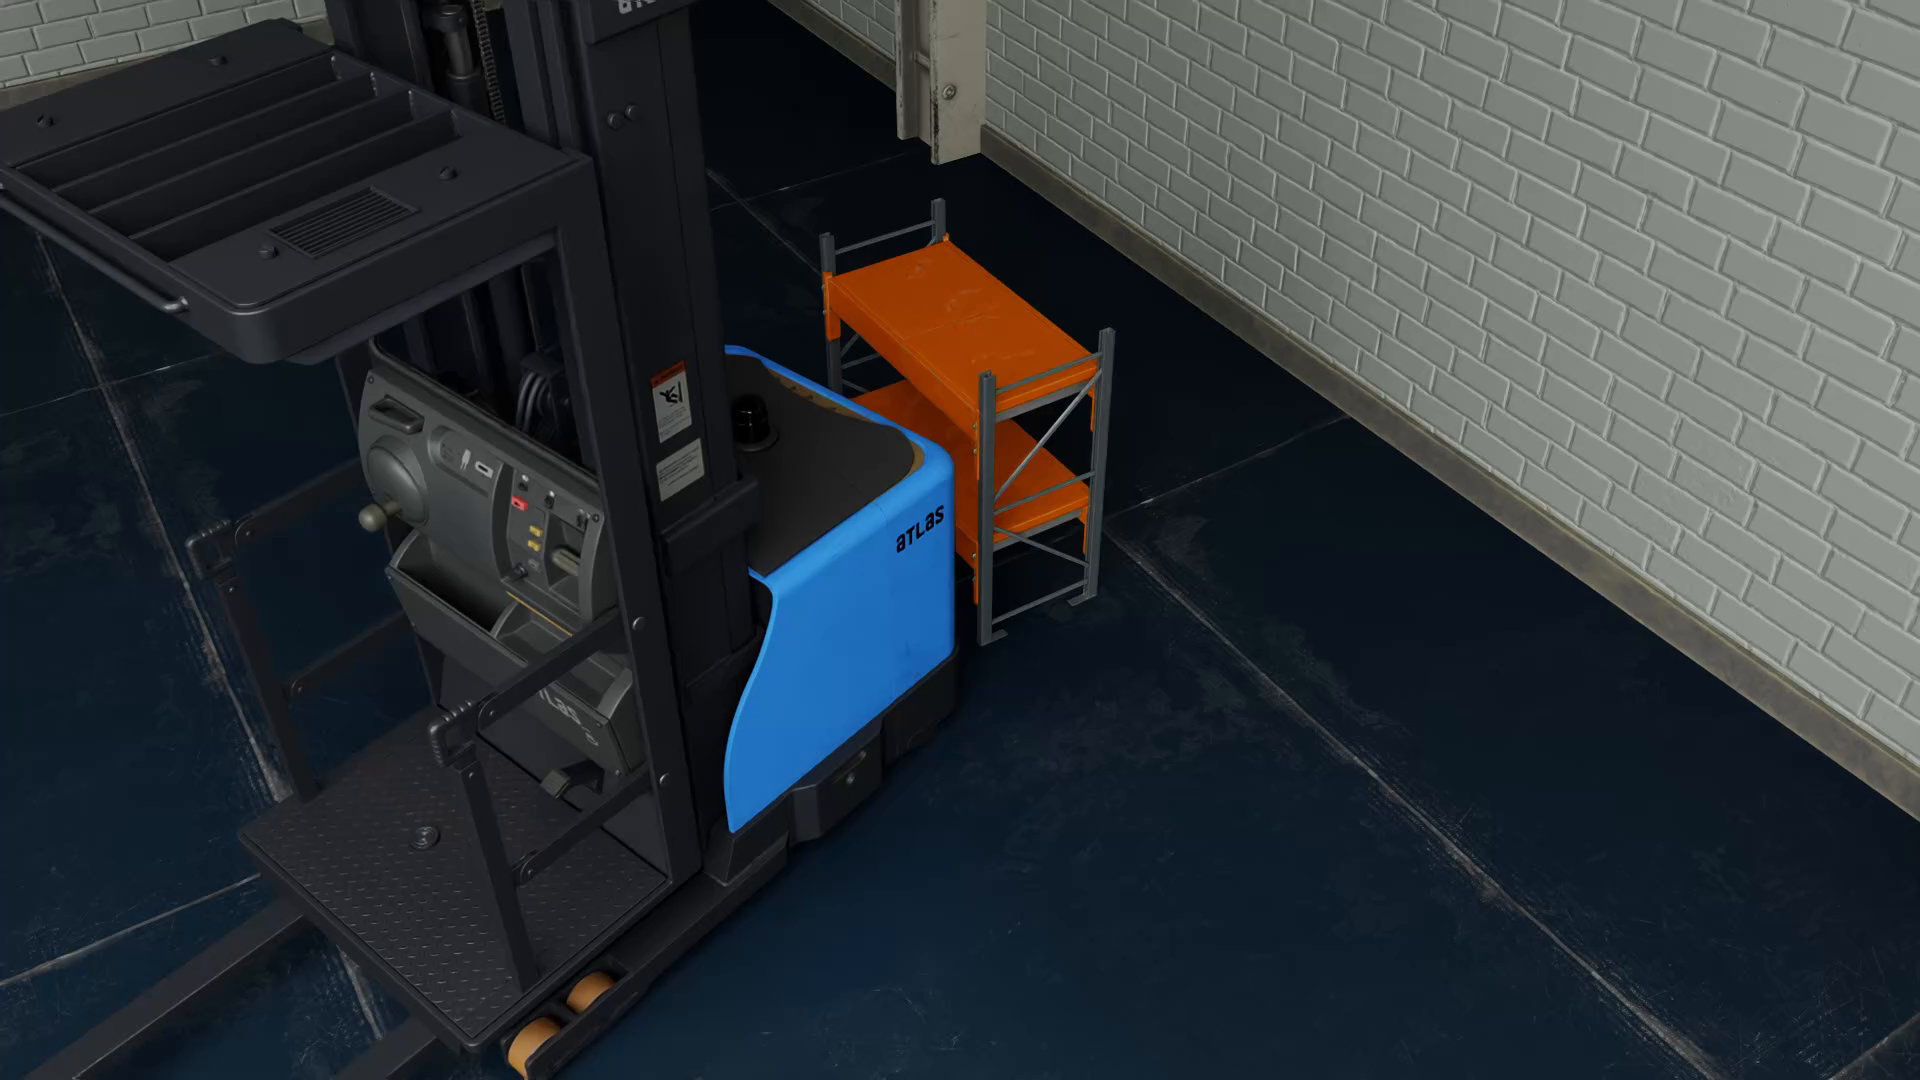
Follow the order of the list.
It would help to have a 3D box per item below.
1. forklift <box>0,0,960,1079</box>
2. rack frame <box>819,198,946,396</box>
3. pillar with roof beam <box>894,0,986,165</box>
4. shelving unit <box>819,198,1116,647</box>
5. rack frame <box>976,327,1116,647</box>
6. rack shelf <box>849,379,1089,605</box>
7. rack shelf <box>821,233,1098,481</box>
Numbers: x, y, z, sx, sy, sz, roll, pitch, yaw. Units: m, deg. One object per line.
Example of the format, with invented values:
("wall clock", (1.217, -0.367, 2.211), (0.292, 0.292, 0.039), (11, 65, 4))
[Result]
("forklift", (-1.332, -0.034, 4.001), (1.130, 2.935, 3.031), (28, 47, 30))
("rack frame", (-0.270, -0.703, 6.215), (0.500, 1.125, 0.032), (-22, 45, -24))
("pillar with roof beam", (-3.730, -4.065, 4.099), (9.100, 9.000, 0.400), (-22, 45, -24))
("shelving unit", (0.004, -0.428, 5.886), (0.538, 1.125, 1.048), (-22, 45, -24))
("rack frame", (0.277, -0.154, 5.556), (0.500, 1.125, 0.032), (-22, 45, -24))
("rack shelf", (0.004, -0.241, 6.042), (0.538, 0.278, 1.000), (-22, 45, -24))
("rack shelf", (0.004, -0.653, 5.698), (0.538, 0.278, 1.000), (-22, 45, -24))
